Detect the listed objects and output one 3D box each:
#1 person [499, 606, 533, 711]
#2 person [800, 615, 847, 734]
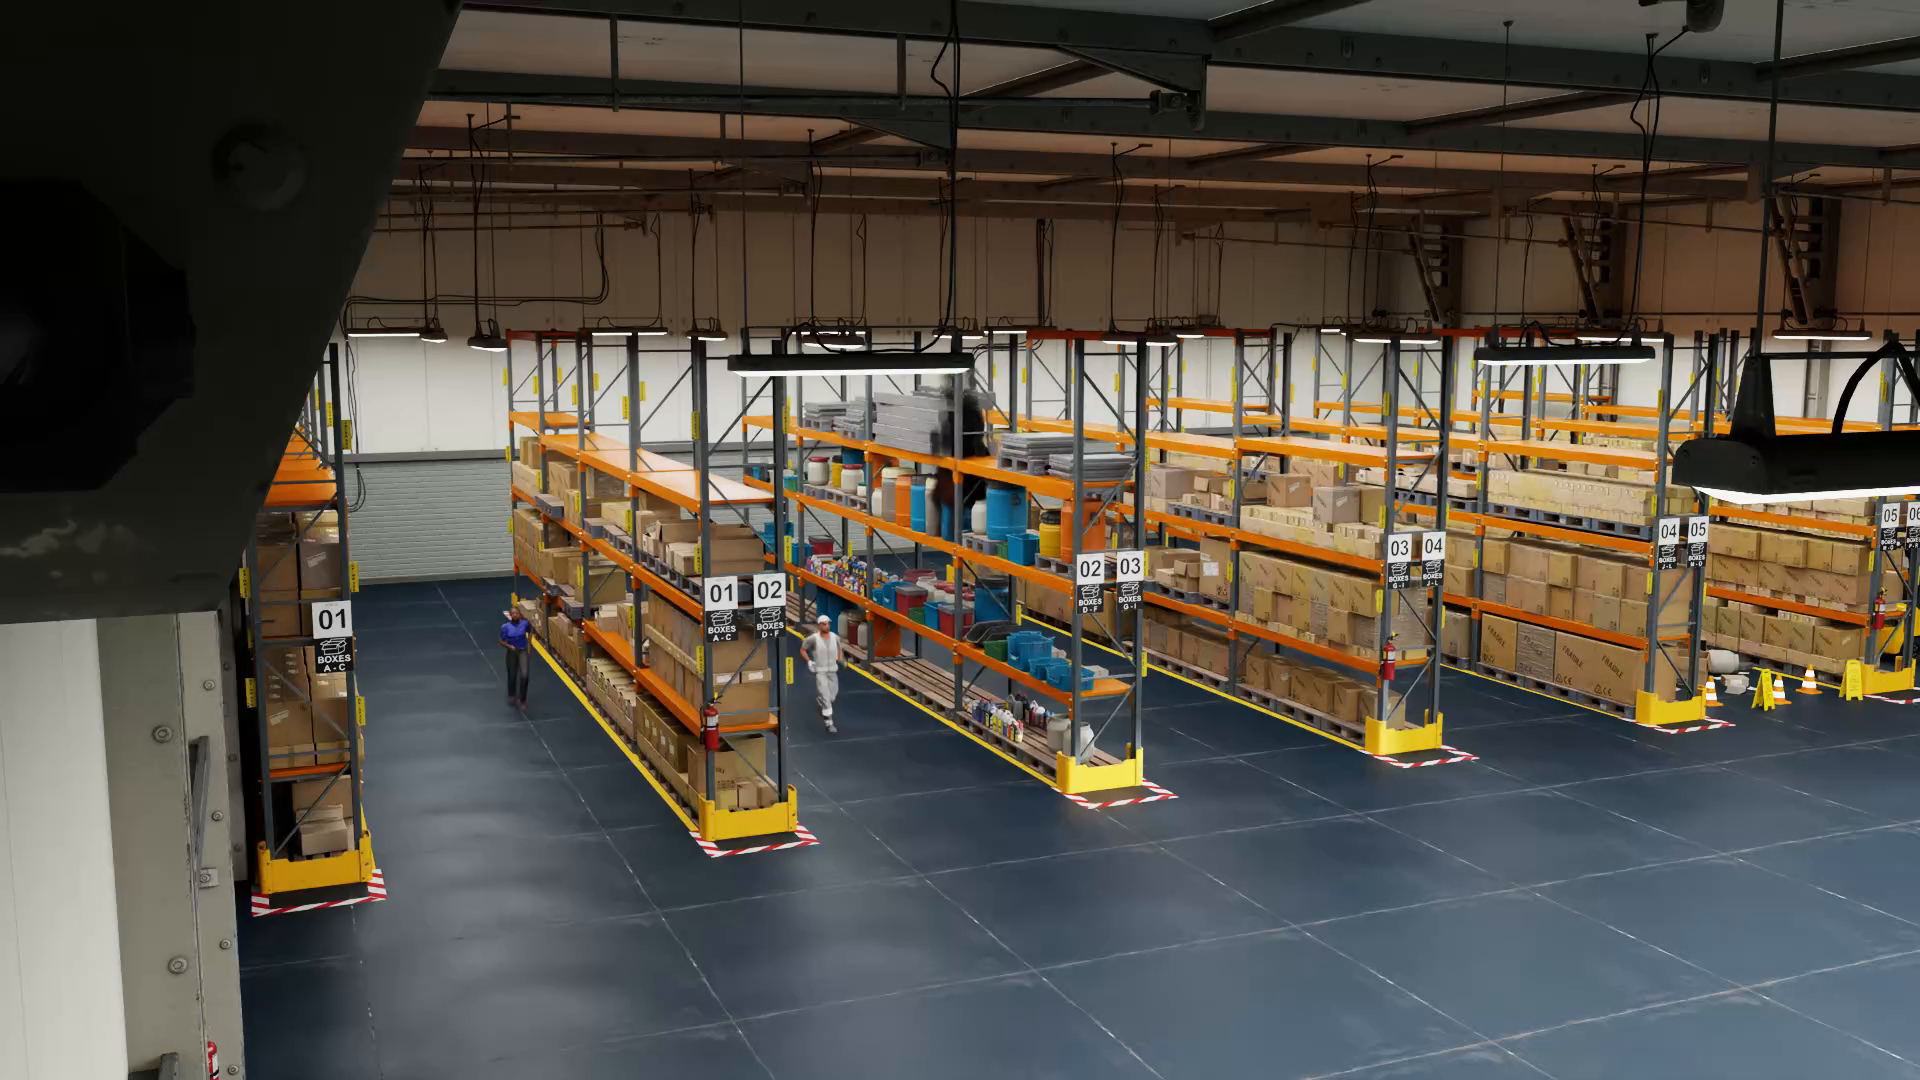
[{"bbox_3d":[-7.135,1.898,26.777,0.524,1.703,0.767,-2,8,-16],"label":"person"},{"bbox_3d":[-2.091,2.019,25.426,0.655,1.772,0.845,-4,9,-28],"label":"person"}]
